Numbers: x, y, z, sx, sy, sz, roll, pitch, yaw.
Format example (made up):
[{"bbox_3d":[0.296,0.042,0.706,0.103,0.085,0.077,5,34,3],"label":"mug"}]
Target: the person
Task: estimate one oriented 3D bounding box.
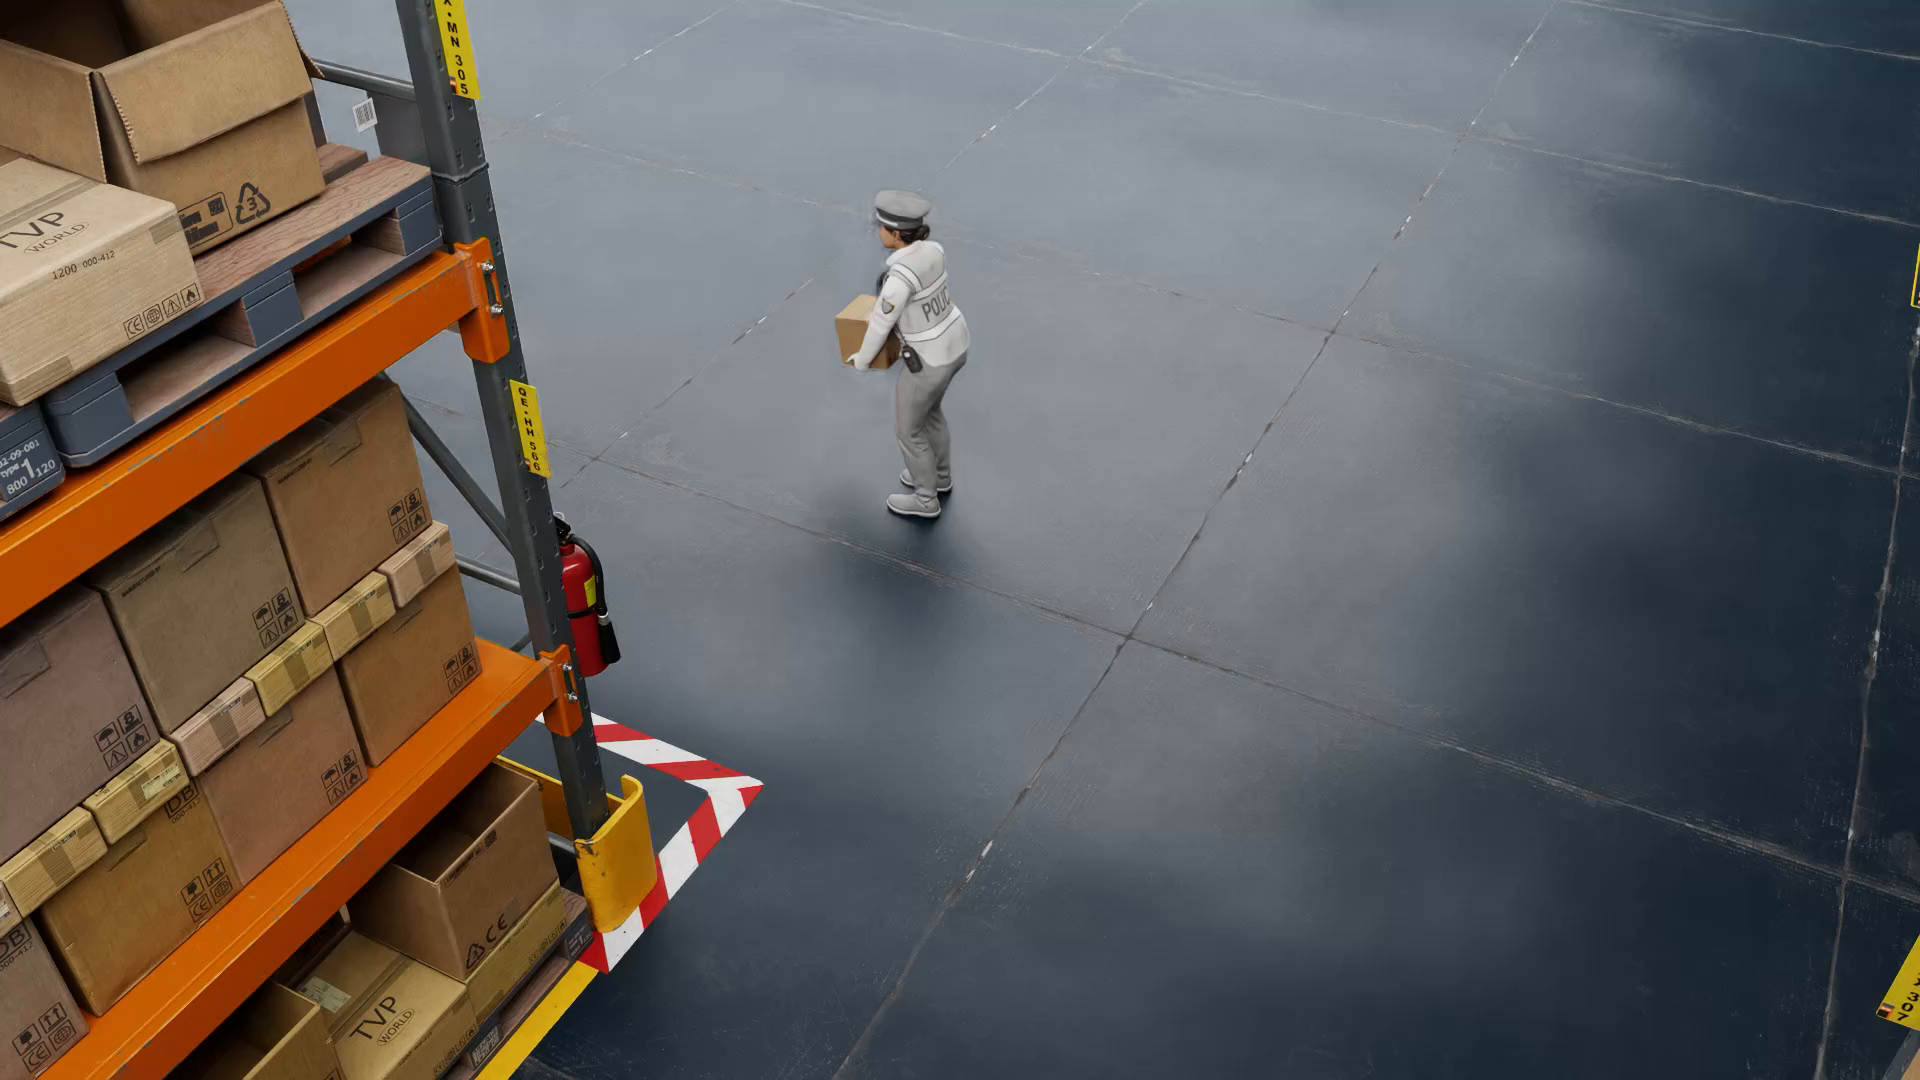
[{"bbox_3d":[-0.237,-0.868,7.872,0.550,1.648,0.416,17,41,20],"label":"person"}]
